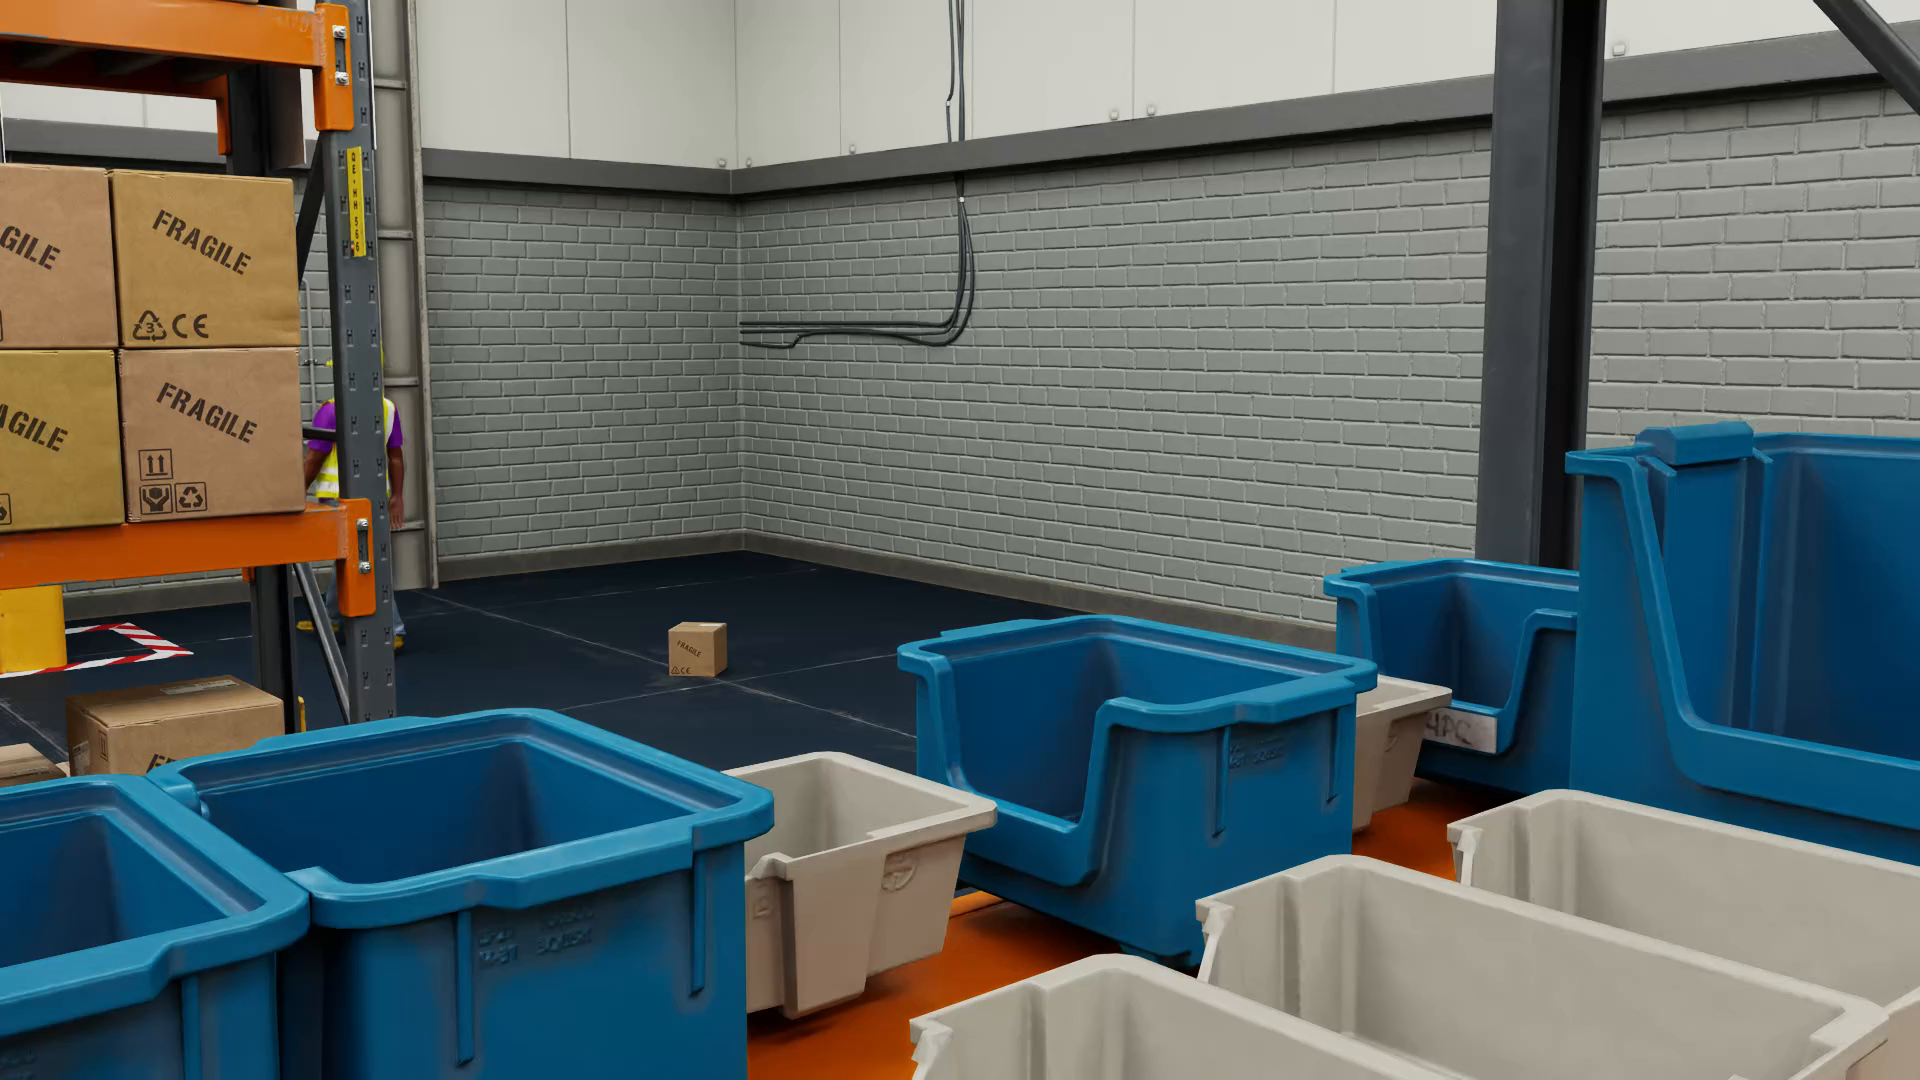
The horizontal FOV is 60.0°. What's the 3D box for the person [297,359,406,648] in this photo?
[{"bbox_3d":[-3.591,-0.263,9.583,0.973,1.716,0.571,3,8,23],"label":"person"}]
